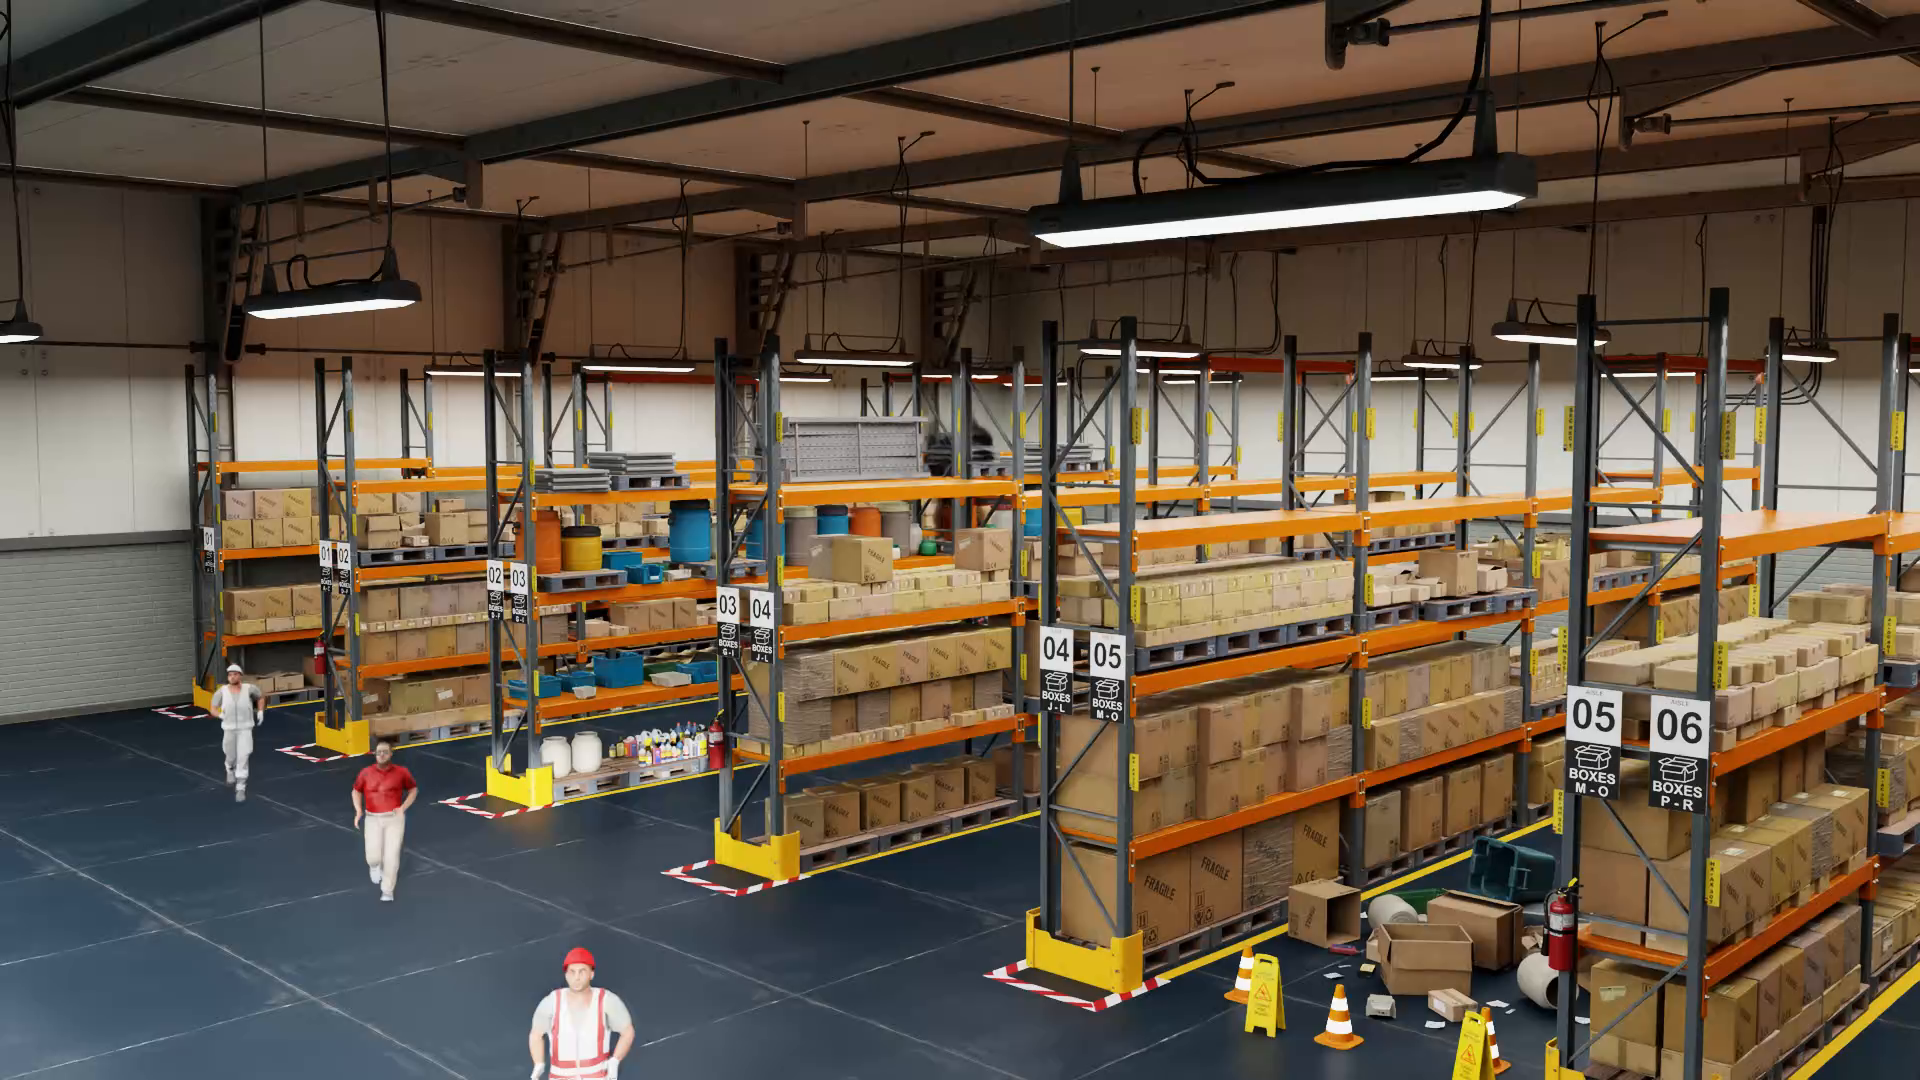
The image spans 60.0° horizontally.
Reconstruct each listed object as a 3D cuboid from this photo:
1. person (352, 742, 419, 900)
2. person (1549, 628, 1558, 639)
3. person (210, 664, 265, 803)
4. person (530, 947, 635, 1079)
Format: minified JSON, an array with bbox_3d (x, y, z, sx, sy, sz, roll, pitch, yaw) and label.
[{"bbox_3d":[-6.101,2.981,17.651,0.678,1.667,0.546,-1,5,-15],"label":"person"},{"bbox_3d":[9.378,2.275,26.283,0.670,1.792,0.723,4,6,39],"label":"person"},{"bbox_3d":[-9.723,2.555,22.400,0.669,1.791,0.993,-1,5,-19],"label":"person"},{"bbox_3d":[-2.438,3.487,10.737,0.672,1.741,0.592,-1,4,-9],"label":"person"}]
